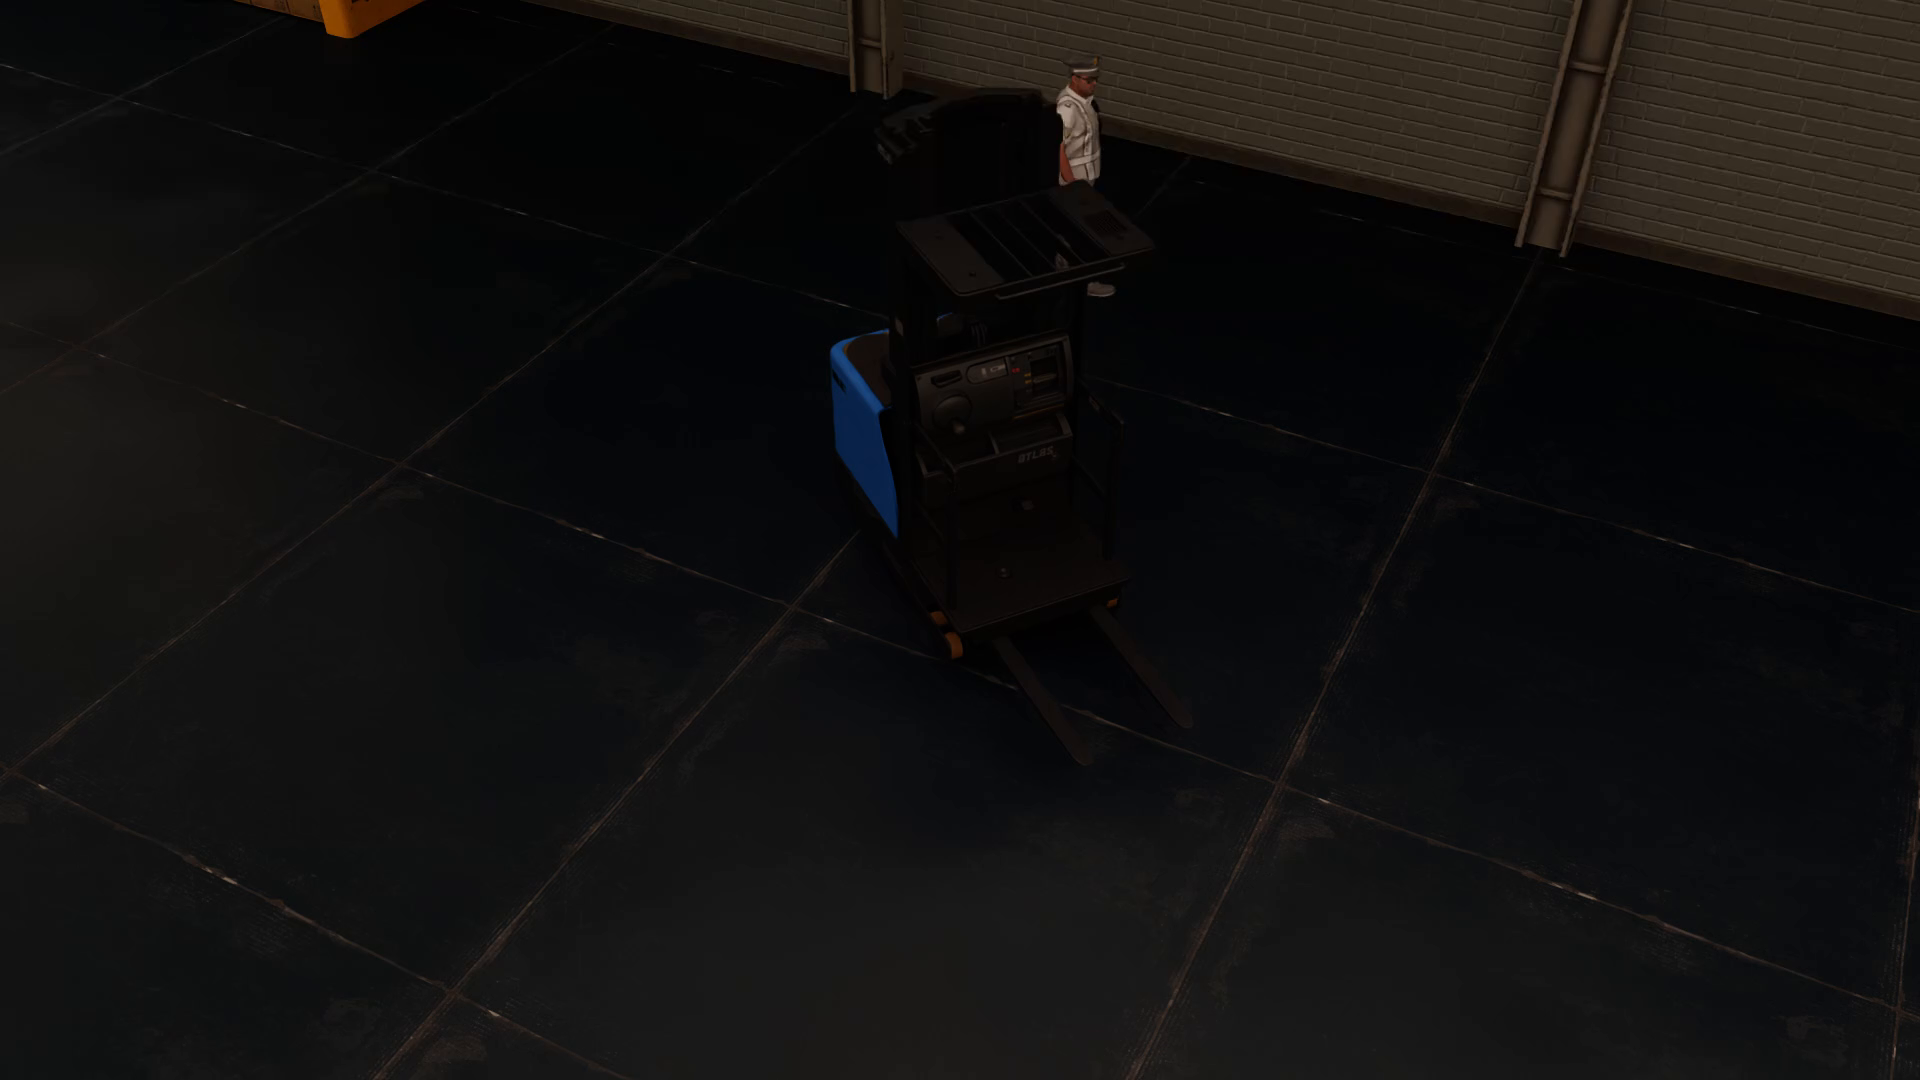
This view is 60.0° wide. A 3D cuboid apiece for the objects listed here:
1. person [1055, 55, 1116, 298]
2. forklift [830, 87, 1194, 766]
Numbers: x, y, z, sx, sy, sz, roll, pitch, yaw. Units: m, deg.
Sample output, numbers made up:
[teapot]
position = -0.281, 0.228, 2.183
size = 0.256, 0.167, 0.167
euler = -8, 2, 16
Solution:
[person]
position = 0.915, -2.647, 12.035
size = 0.545, 1.764, 0.711
euler = 4, 40, 5
[forklift]
position = 0.285, -0.762, 8.892
size = 1.130, 2.935, 3.031
euler = -17, 43, -19
